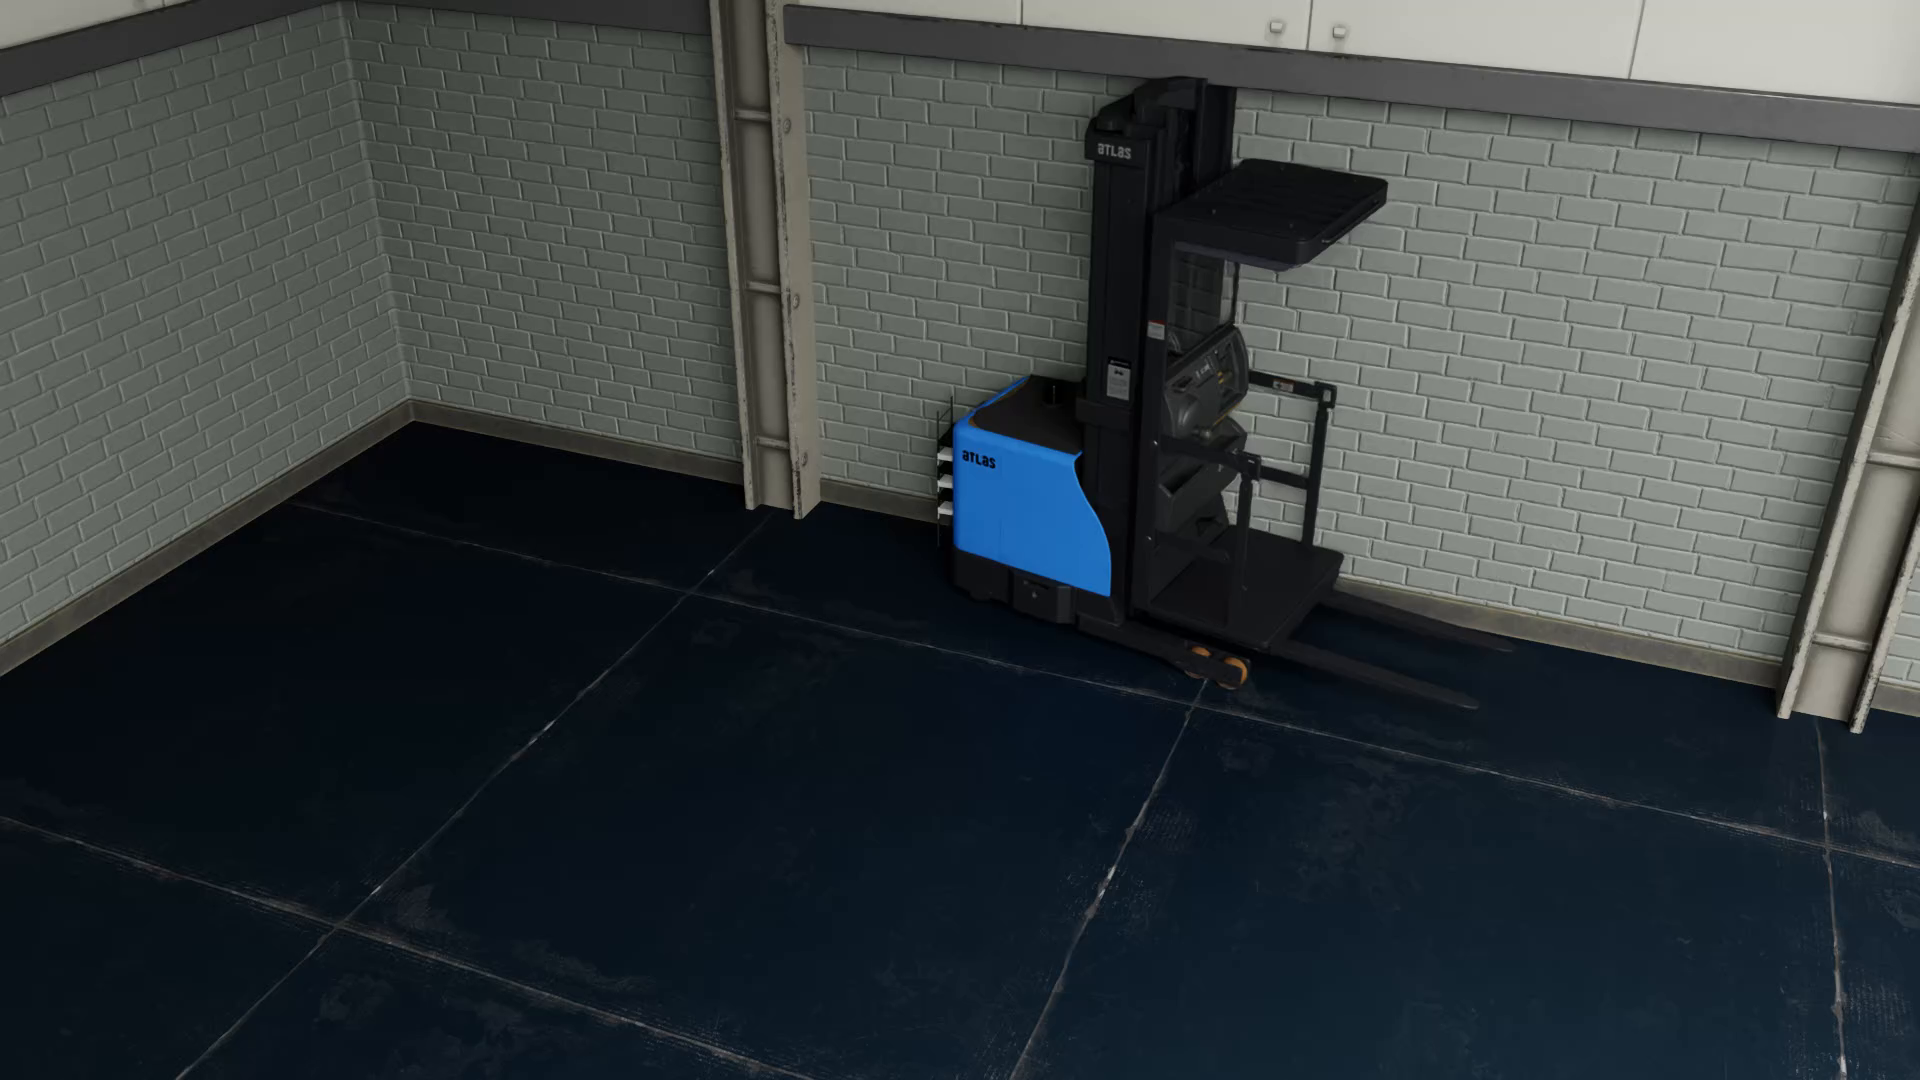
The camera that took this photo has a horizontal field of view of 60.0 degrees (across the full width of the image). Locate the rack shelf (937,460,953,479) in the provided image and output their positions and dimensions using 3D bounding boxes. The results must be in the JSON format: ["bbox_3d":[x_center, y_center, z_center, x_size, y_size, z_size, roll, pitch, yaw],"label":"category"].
[{"bbox_3d":[0.006,-0.435,9.902,0.200,0.077,0.258,11,31,19],"label":"rack shelf"}]

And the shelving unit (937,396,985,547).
[{"bbox_3d":[0.006,-0.386,9.930,0.210,0.900,0.258,11,31,19],"label":"shelving unit"}]

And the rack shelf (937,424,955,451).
[{"bbox_3d":[0.006,-0.592,9.813,0.200,0.077,0.258,11,31,19],"label":"rack shelf"}]

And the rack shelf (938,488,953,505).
[{"bbox_3d":[0.006,-0.279,9.990,0.200,0.077,0.258,11,31,19],"label":"rack shelf"}]

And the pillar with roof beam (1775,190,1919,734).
[{"bbox_3d":[2.823,-1.079,2.925,0.400,9.000,9.100,11,31,19],"label":"pillar with roof beam"}]

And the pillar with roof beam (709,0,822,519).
[{"bbox_3d":[-2.737,-2.189,4.889,0.400,9.000,9.100,11,31,19],"label":"pillar with roof beam"}]

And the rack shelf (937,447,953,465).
[{"bbox_3d":[0.006,-0.514,9.857,0.200,0.077,0.258,11,31,19],"label":"rack shelf"}]

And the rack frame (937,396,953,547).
[{"bbox_3d":[-0.089,-0.404,9.962,0.006,0.900,0.240,11,31,19],"label":"rack frame"}]

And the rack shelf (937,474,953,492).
[{"bbox_3d":[0.006,-0.357,9.946,0.200,0.077,0.258,11,31,19],"label":"rack shelf"}]

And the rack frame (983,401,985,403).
[{"bbox_3d":[0.100,-0.368,9.897,0.006,0.900,0.240,11,31,19],"label":"rack frame"}]

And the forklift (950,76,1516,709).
[{"bbox_3d":[1.461,-0.787,8.575,3.031,2.935,1.130,17,34,28],"label":"forklift"}]

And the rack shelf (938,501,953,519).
[{"bbox_3d":[0.006,-0.200,10.035,0.200,0.077,0.258,11,31,19],"label":"rack shelf"}]
